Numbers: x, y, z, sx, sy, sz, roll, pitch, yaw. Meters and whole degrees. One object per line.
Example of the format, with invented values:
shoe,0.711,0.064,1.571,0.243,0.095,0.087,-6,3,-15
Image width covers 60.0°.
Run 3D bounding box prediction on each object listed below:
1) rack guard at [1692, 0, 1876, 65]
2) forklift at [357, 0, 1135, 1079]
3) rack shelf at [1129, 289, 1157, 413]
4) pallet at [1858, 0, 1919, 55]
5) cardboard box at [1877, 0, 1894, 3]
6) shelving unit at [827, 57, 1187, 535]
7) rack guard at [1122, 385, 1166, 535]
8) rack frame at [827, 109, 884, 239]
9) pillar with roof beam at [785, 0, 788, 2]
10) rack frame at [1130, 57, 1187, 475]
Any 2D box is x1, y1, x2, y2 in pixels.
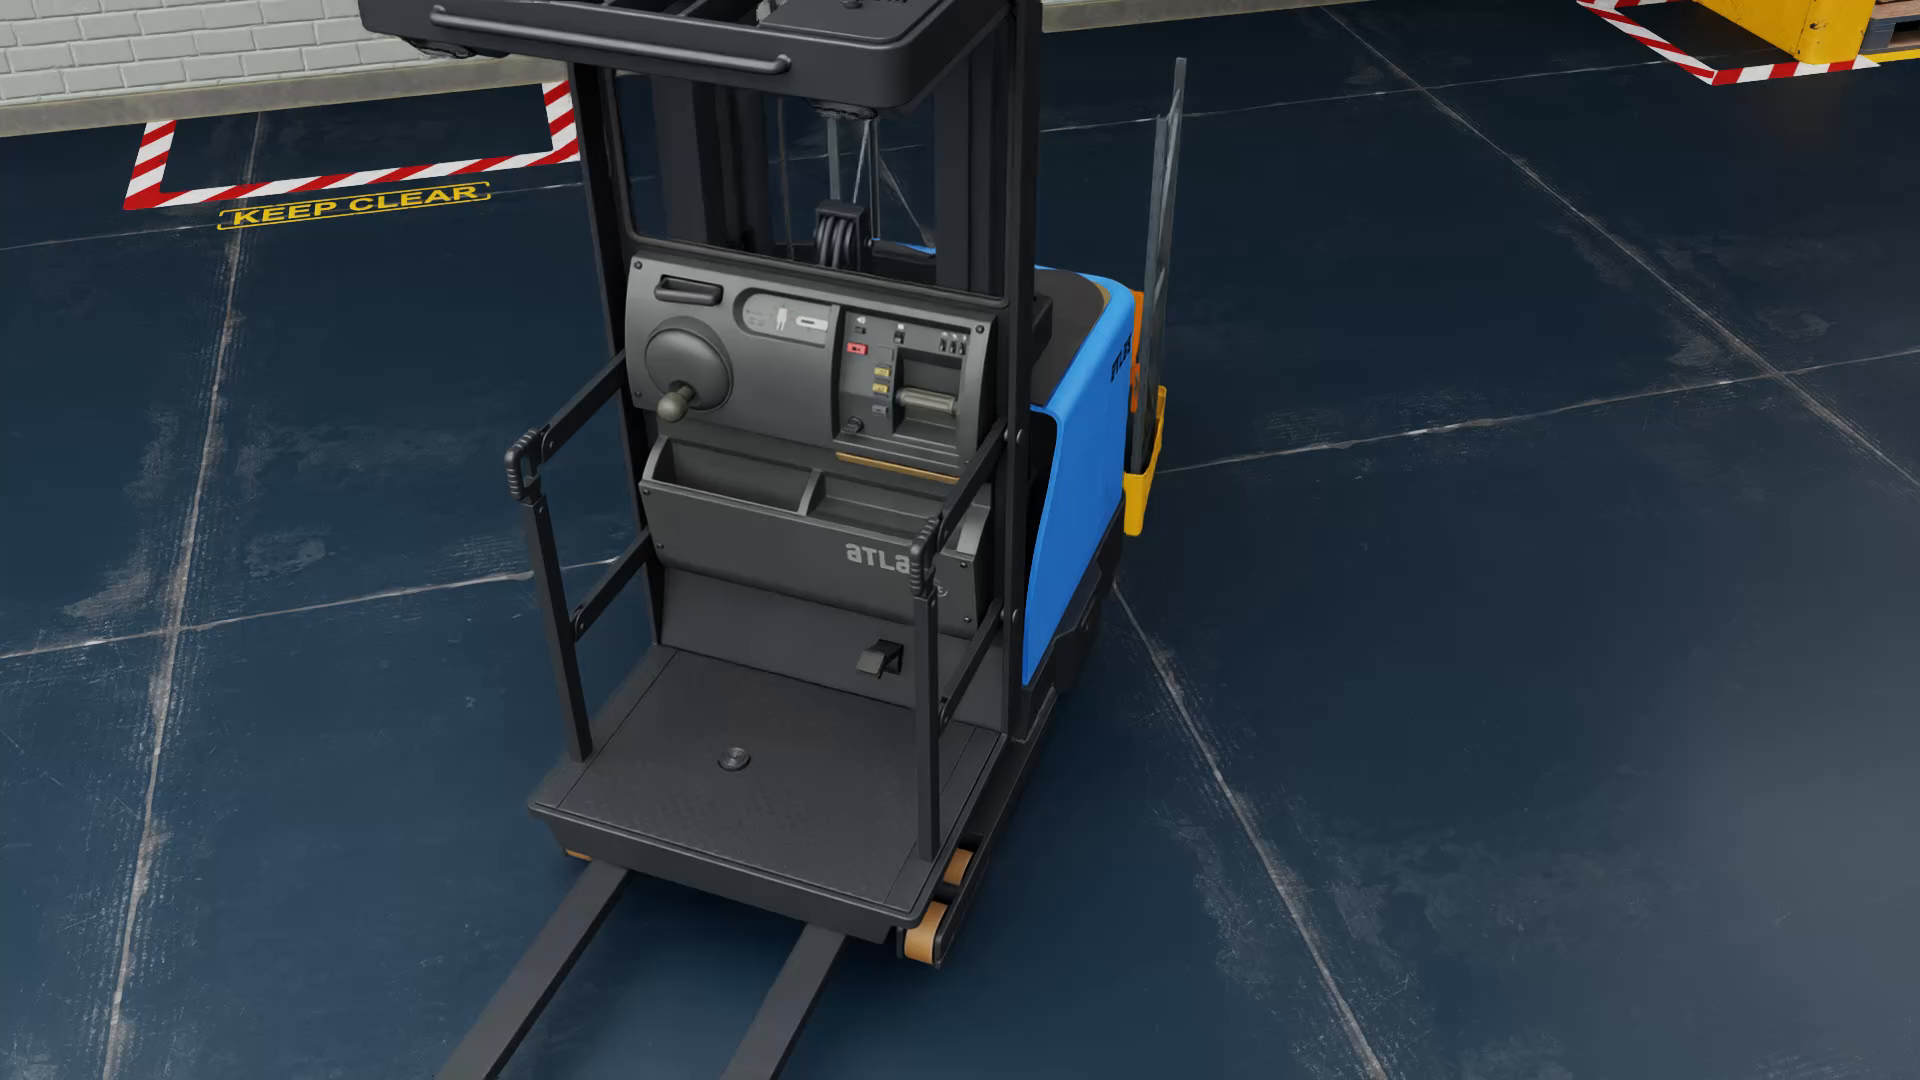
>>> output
rack guard,4.691,-3.184,9.500,0.348,0.500,1.175,-9,38,-12
forklift,-0.448,-0.354,3.801,1.130,2.935,3.031,13,39,16
rack shelf,0.155,-0.716,5.747,1.000,0.185,0.538,8,38,10
pallet,5.484,-3.177,9.729,1.213,0.211,1.003,-9,38,-12
cardboard box,5.309,-3.328,9.482,0.500,0.311,0.500,-14,39,-17
shelving unit,0.164,-0.857,5.636,1.083,1.500,0.587,8,38,10
rack guard,0.649,-0.293,5.928,0.087,0.250,0.587,8,38,10
rack frame,-0.341,-0.927,5.728,0.032,1.500,0.500,8,38,10
pillar with roof beam,0.398,-3.690,3.167,0.400,9.000,9.100,-9,38,-12
rack frame,0.651,-0.790,5.548,0.032,1.500,0.500,8,38,10
